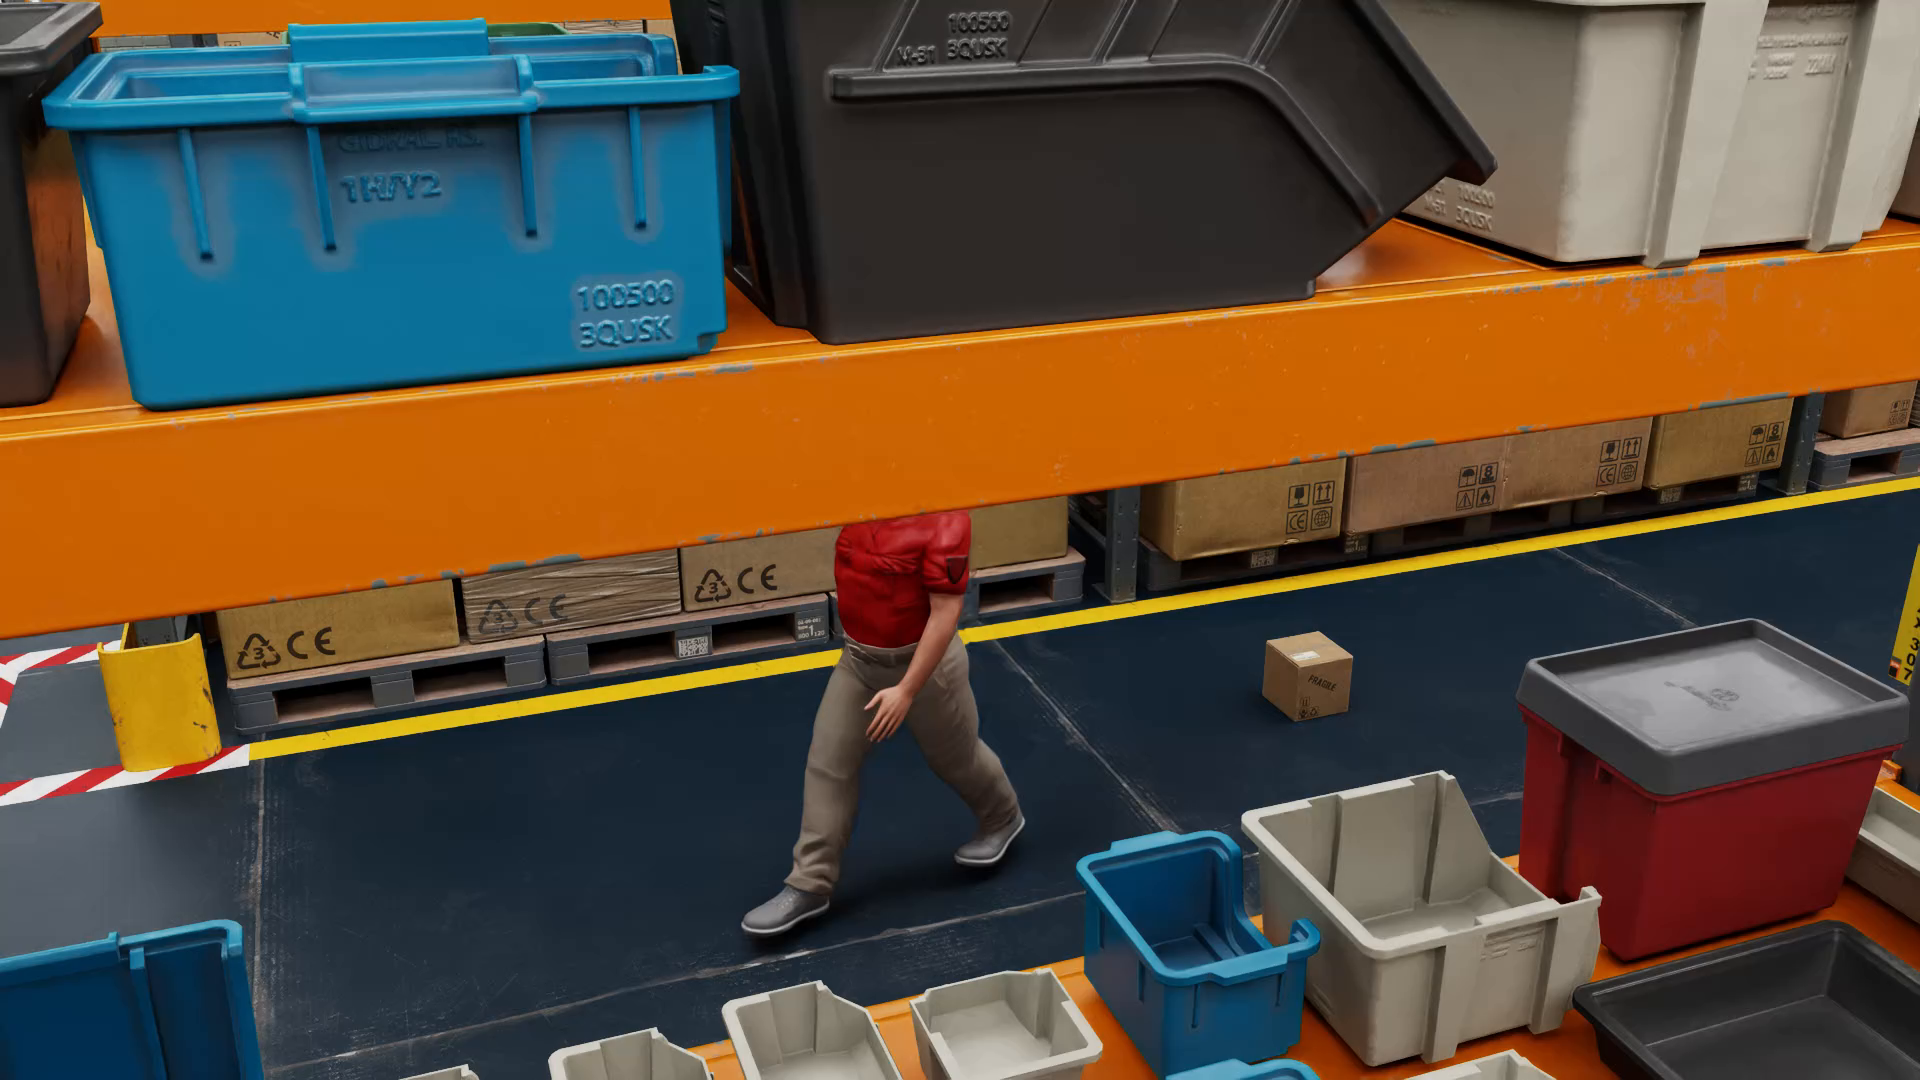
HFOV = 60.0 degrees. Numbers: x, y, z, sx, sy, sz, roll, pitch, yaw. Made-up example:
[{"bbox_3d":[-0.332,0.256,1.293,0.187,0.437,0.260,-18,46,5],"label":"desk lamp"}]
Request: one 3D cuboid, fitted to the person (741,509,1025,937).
[{"bbox_3d":[-0.218,0.388,5.155,1.060,1.663,0.544,-21,30,-41],"label":"person"}]
